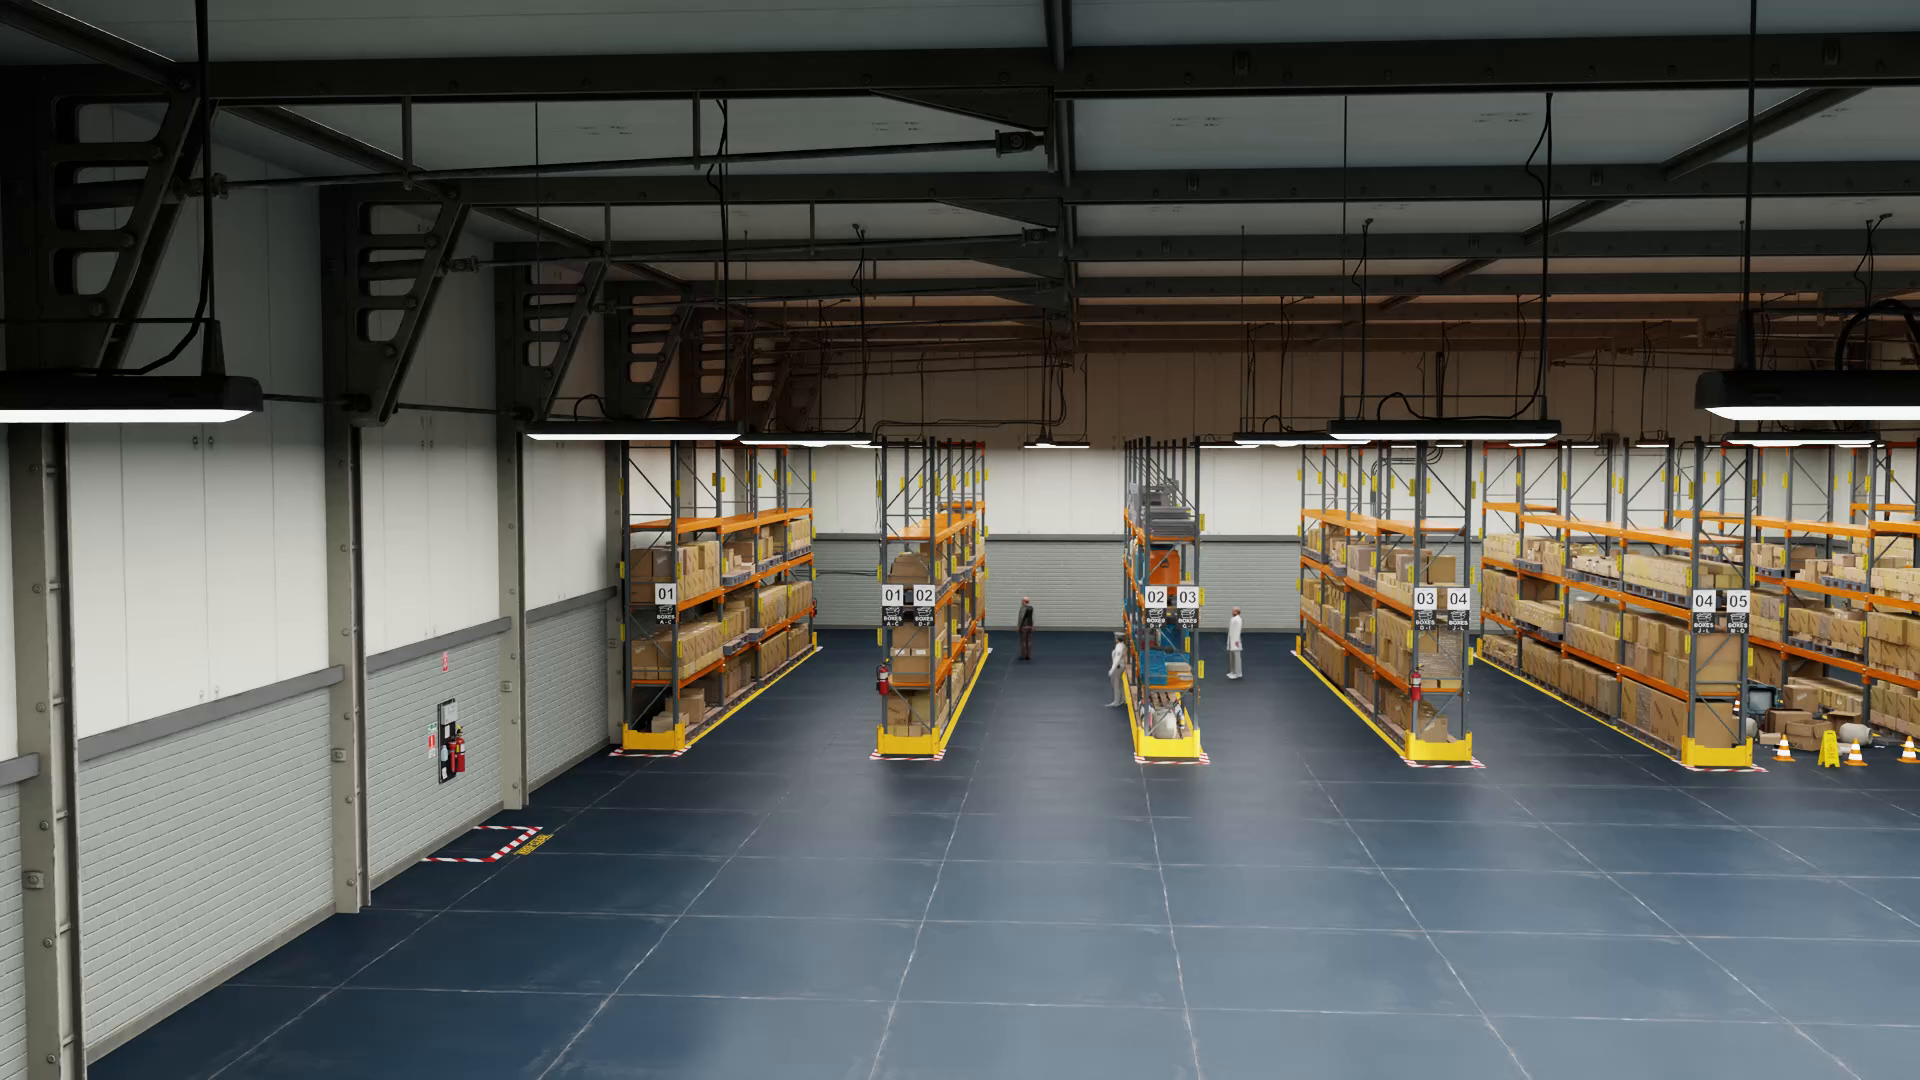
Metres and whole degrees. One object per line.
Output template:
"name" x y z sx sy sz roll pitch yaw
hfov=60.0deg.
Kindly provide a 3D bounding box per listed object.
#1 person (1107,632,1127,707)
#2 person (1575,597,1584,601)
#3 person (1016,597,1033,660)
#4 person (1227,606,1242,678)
"person" 3.527 2.907 37.270 0.448 1.686 0.548 0 3 6
"person" 16.991 2.437 45.424 0.673 1.787 0.392 -1 3 -26
"person" 1.765 2.420 45.534 0.405 1.734 0.543 2 4 35
"person" 6.935 2.582 42.163 0.474 1.787 0.604 -1 3 -16
